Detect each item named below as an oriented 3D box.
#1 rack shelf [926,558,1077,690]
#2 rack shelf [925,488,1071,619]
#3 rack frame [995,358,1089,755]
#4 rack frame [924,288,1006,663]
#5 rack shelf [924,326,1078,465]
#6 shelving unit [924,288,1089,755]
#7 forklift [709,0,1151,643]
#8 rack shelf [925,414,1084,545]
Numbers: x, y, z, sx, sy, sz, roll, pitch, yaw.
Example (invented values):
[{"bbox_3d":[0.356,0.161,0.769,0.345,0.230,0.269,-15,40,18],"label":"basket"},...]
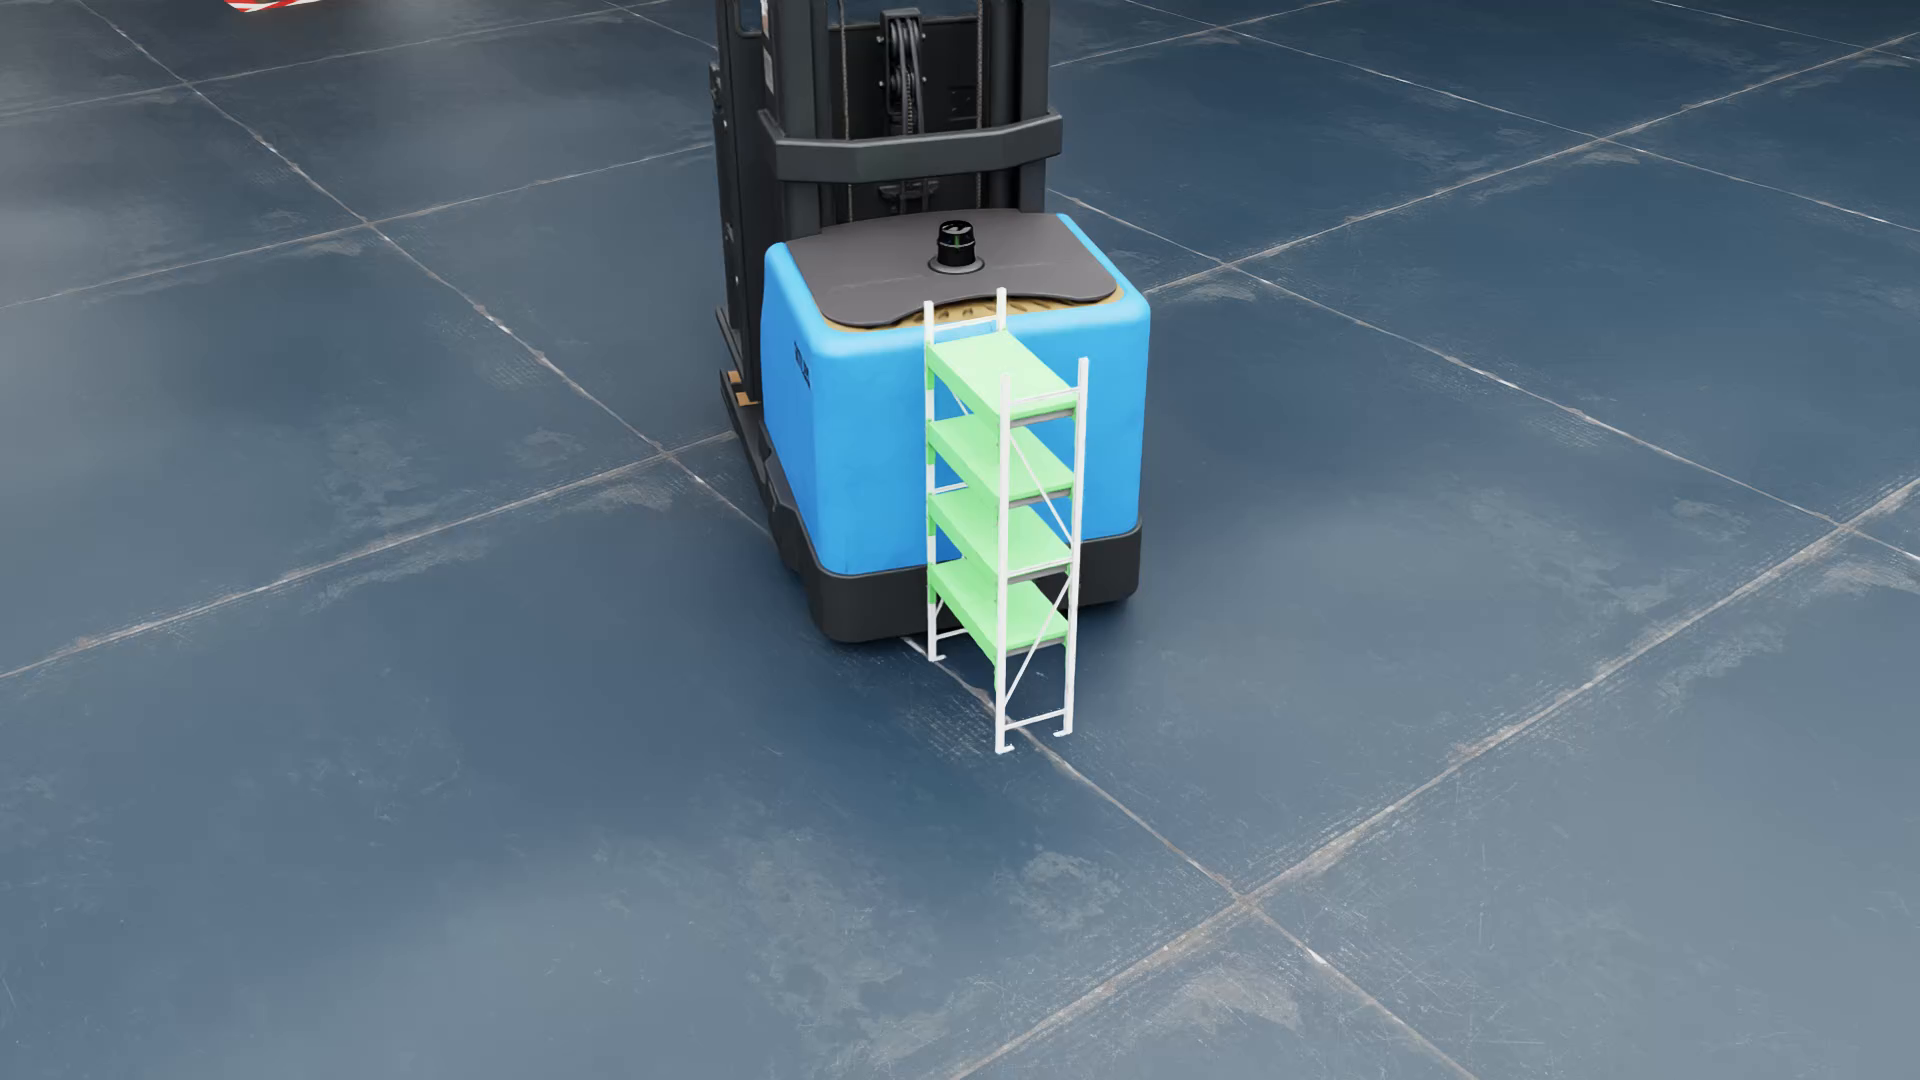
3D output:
[{"bbox_3d":[0.114,0.216,4.841,0.258,0.148,0.480,-13,34,-20],"label":"rack shelf"},{"bbox_3d":[0.114,0.012,4.714,0.258,0.148,0.480,-13,34,-20],"label":"rack shelf"},{"bbox_3d":[0.214,0.075,4.491,0.240,1.200,0.015,-13,34,-20],"label":"rack frame"},{"bbox_3d":[0.015,-0.160,4.870,0.240,1.200,0.015,-13,34,-20],"label":"rack frame"},{"bbox_3d":[0.114,-0.396,4.461,0.258,0.148,0.480,-13,34,-20],"label":"rack shelf"},{"bbox_3d":[0.114,-0.042,4.681,0.258,1.200,0.503,-13,34,-20],"label":"shelving unit"},{"bbox_3d":[-0.316,-1.699,5.707,1.130,2.935,3.031,-9,33,-13],"label":"forklift"},{"bbox_3d":[0.114,-0.192,4.588,0.258,0.148,0.480,-13,34,-20],"label":"rack shelf"}]
